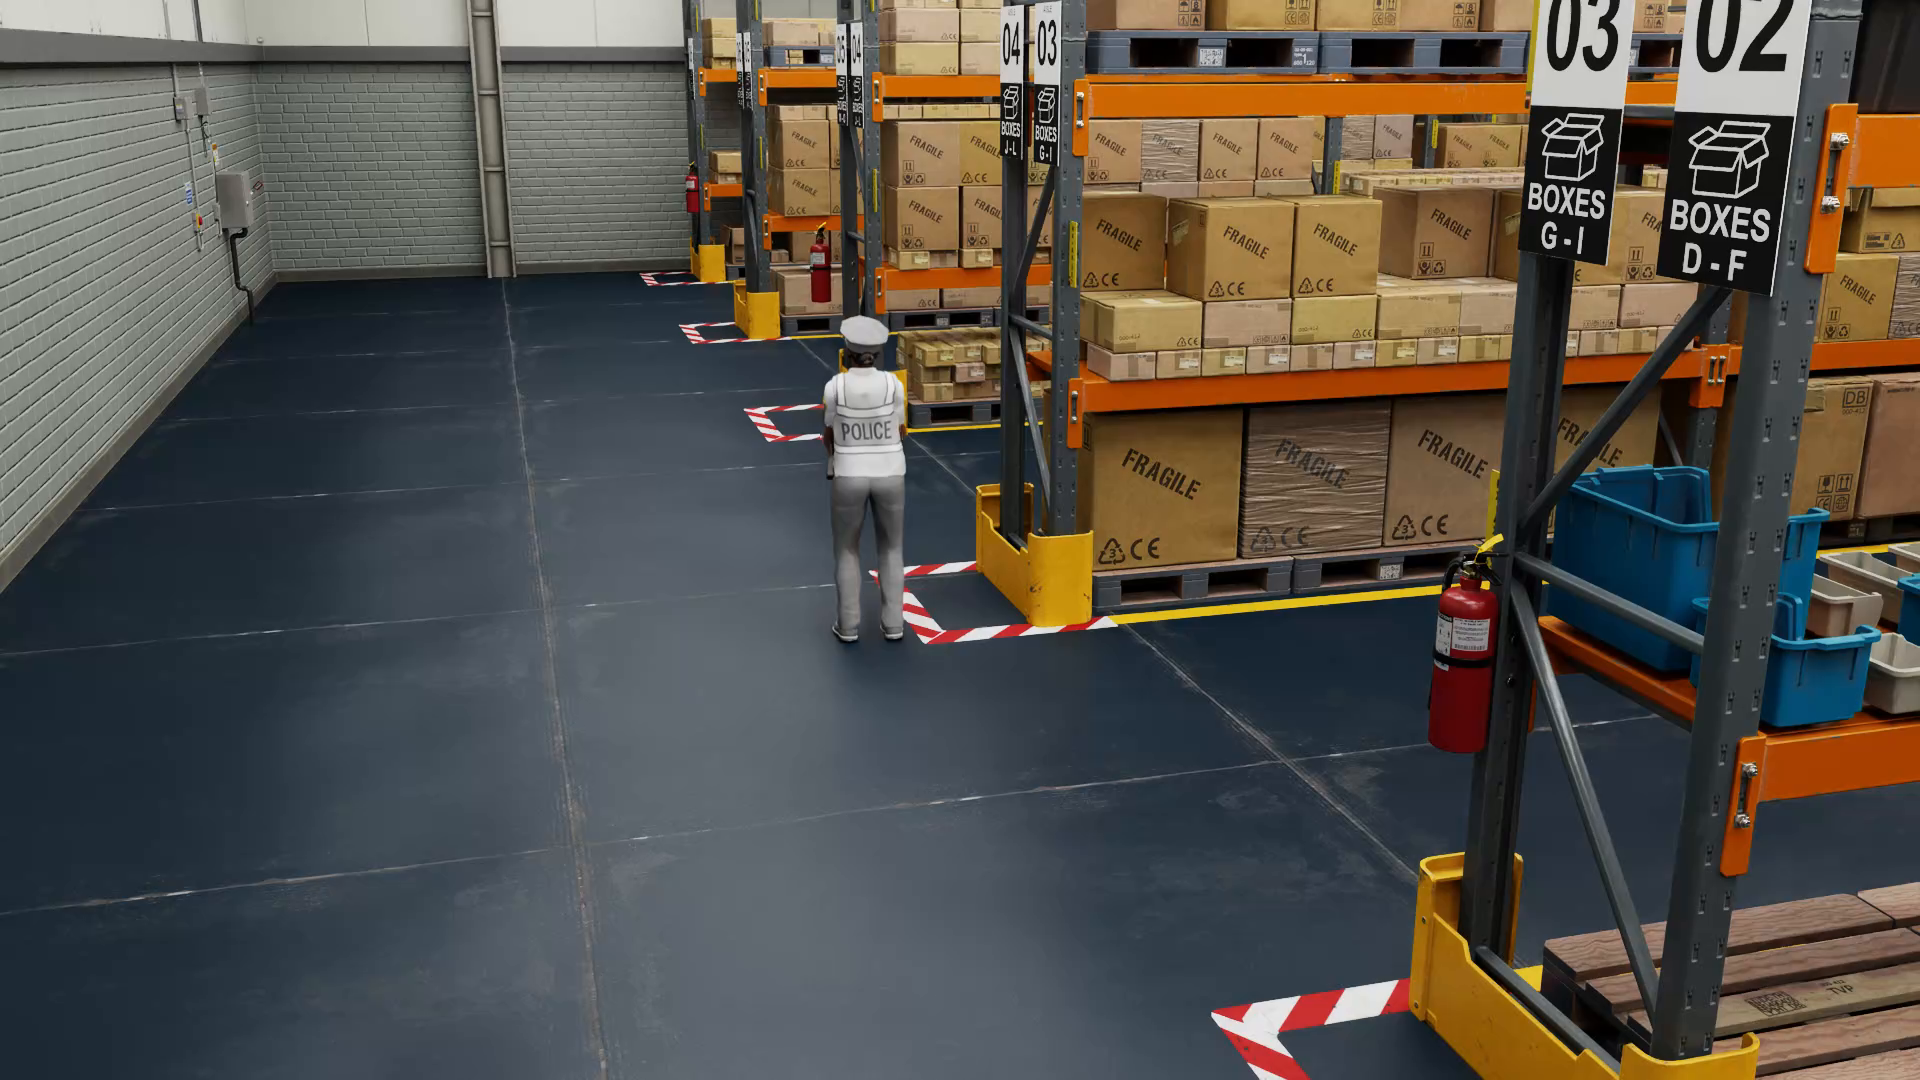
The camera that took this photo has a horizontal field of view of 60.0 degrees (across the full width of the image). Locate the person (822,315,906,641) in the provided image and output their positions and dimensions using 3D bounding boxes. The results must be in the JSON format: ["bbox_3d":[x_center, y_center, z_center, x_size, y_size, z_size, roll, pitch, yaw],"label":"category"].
[{"bbox_3d":[-0.494,-0.325,8.621,0.435,1.692,0.520,-3,16,-9],"label":"person"}]
